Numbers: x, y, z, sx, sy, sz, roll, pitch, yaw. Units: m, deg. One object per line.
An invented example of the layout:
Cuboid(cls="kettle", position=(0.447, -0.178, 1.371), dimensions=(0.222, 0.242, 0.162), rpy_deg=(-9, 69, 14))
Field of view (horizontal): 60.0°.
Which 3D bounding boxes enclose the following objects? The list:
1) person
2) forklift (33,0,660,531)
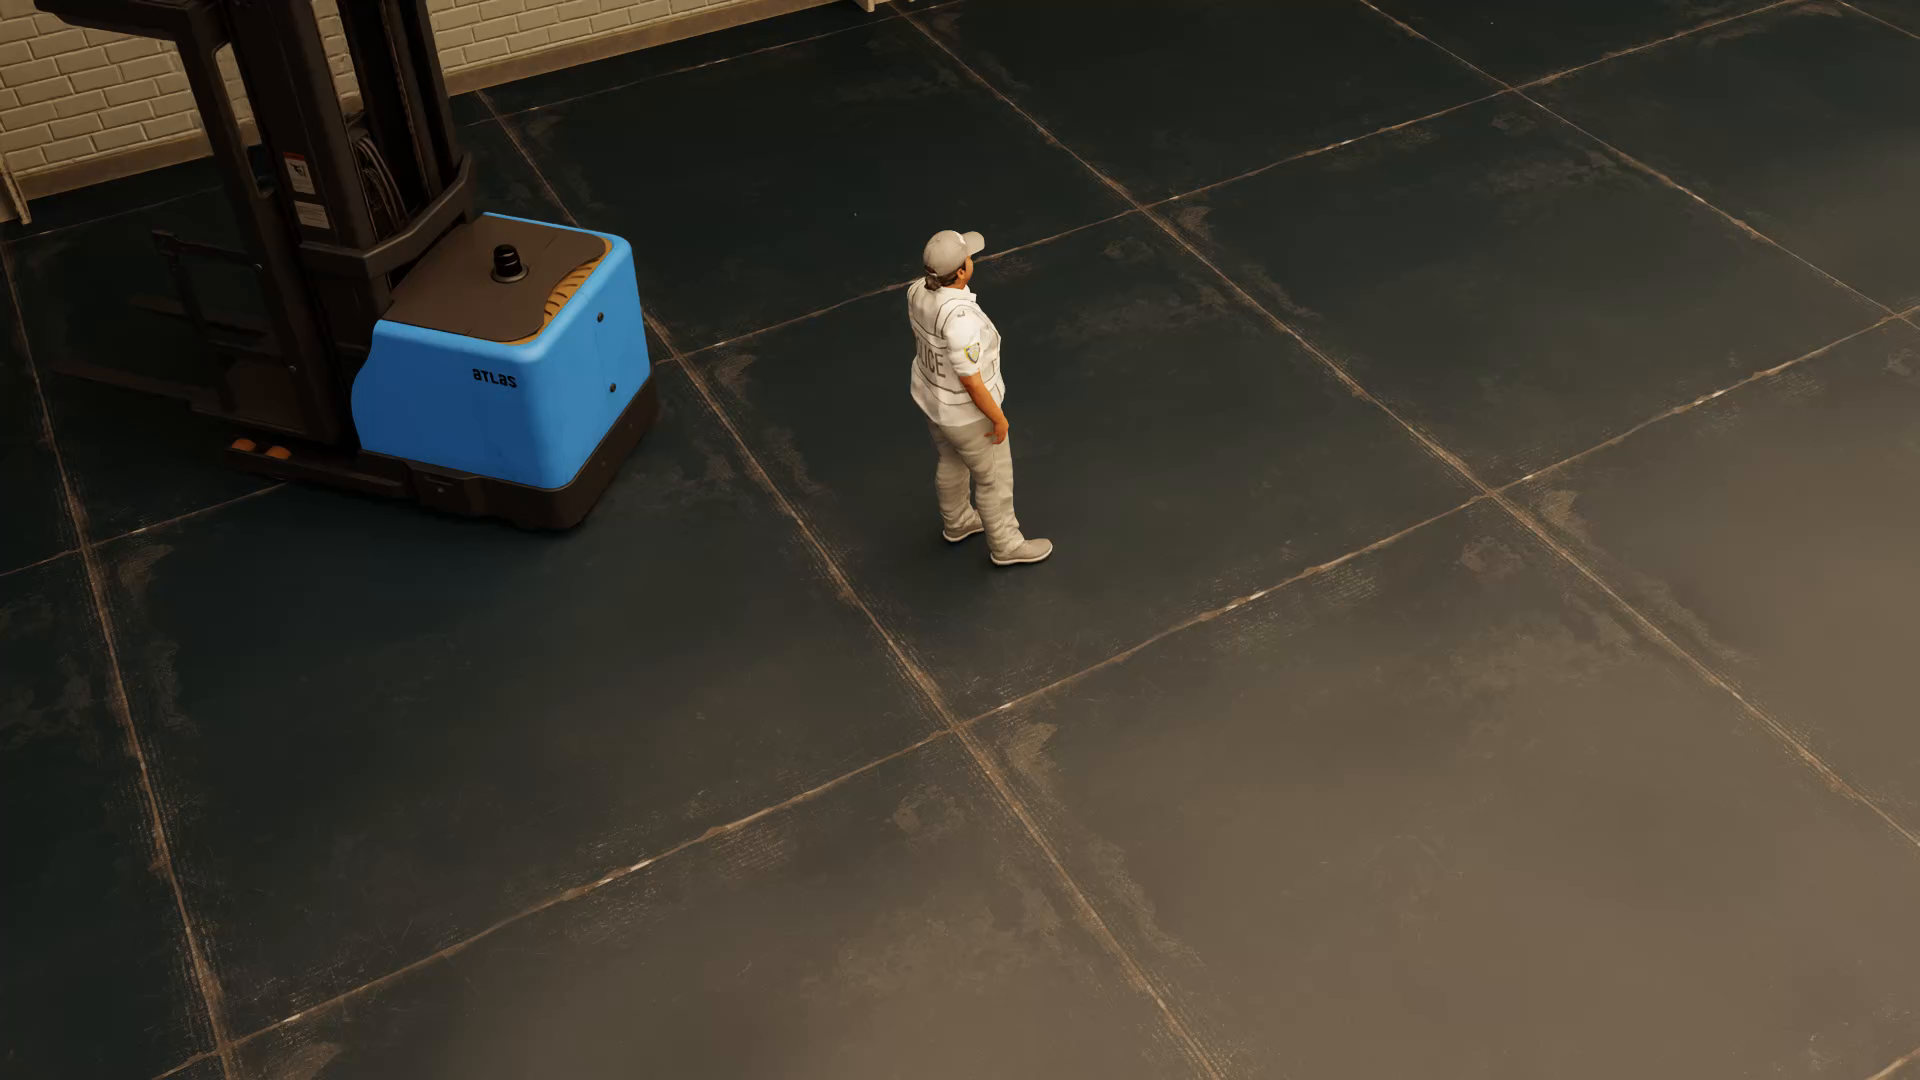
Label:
Cuboid(cls="person", position=(0.078, -0.629, 7.295), dimensions=(0.529, 1.670, 0.599), rpy_deg=(-21, 47, -21))
Cuboid(cls="forklift", position=(-3.105, -1.700, 7.531), dimensions=(3.031, 2.935, 1.130), rpy_deg=(12, 44, 13))
